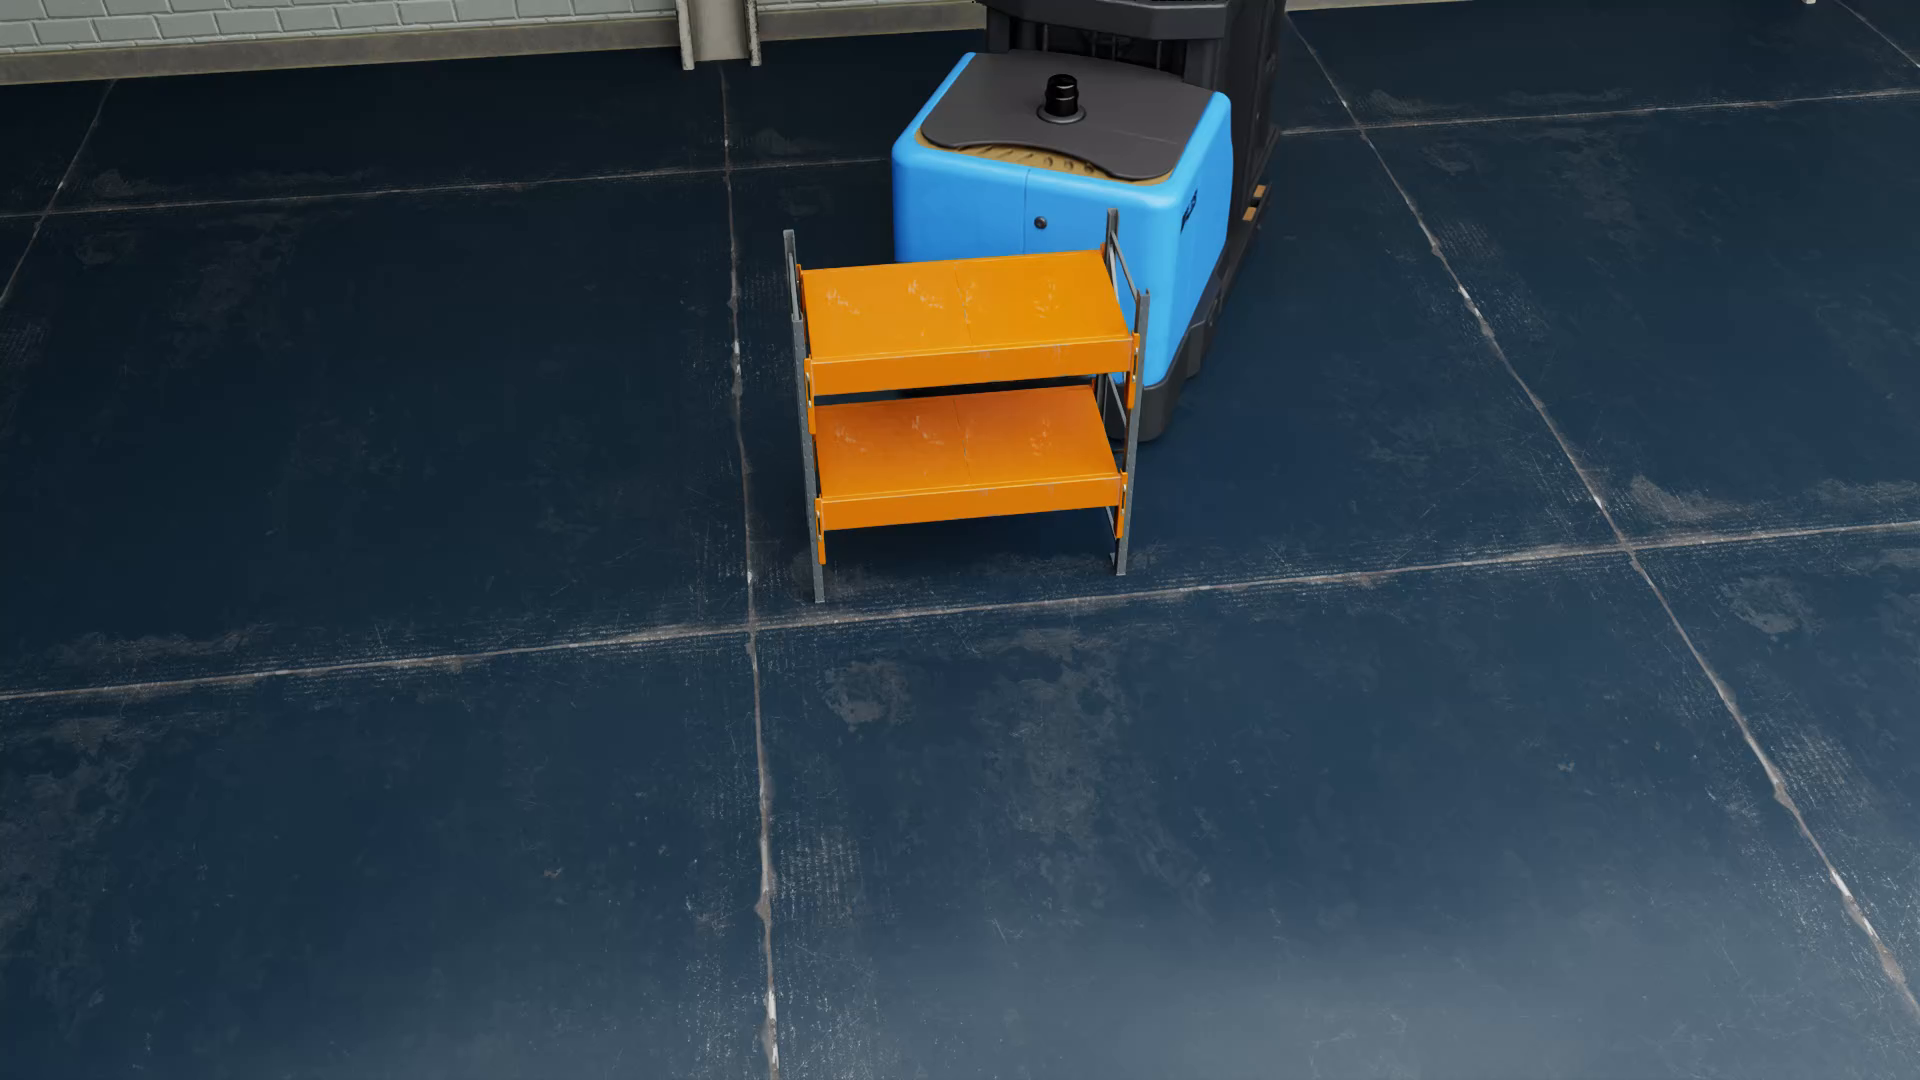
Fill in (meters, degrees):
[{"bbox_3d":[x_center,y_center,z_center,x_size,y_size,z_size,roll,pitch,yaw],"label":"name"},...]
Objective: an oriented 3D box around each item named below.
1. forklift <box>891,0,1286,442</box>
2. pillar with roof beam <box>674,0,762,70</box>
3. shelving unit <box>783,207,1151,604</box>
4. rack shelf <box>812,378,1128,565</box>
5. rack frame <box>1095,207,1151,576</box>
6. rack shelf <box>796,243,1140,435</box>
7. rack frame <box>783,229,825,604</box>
[{"bbox_3d":[0.726,-2.442,6.269,1.130,2.935,3.031,14,44,15],"label":"forklift"},{"bbox_3d":[-0.662,-2.970,2.324,0.400,9.000,9.100,-5,42,-6],"label":"pillar with roof beam"},{"bbox_3d":[0.007,-0.418,5.374,1.048,1.125,0.538,-5,42,-6],"label":"shelving unit"},{"bbox_3d":[0.007,-0.237,5.538,1.000,0.278,0.538,-5,42,-6],"label":"rack shelf"},{"bbox_3d":[0.511,-0.462,5.423,0.032,1.125,0.500,-5,42,-6],"label":"rack frame"},{"bbox_3d":[0.007,-0.636,5.178,1.000,0.278,0.538,-5,42,-6],"label":"rack shelf"},{"bbox_3d":[-0.497,-0.374,5.325,0.032,1.125,0.500,-5,42,-6],"label":"rack frame"}]
